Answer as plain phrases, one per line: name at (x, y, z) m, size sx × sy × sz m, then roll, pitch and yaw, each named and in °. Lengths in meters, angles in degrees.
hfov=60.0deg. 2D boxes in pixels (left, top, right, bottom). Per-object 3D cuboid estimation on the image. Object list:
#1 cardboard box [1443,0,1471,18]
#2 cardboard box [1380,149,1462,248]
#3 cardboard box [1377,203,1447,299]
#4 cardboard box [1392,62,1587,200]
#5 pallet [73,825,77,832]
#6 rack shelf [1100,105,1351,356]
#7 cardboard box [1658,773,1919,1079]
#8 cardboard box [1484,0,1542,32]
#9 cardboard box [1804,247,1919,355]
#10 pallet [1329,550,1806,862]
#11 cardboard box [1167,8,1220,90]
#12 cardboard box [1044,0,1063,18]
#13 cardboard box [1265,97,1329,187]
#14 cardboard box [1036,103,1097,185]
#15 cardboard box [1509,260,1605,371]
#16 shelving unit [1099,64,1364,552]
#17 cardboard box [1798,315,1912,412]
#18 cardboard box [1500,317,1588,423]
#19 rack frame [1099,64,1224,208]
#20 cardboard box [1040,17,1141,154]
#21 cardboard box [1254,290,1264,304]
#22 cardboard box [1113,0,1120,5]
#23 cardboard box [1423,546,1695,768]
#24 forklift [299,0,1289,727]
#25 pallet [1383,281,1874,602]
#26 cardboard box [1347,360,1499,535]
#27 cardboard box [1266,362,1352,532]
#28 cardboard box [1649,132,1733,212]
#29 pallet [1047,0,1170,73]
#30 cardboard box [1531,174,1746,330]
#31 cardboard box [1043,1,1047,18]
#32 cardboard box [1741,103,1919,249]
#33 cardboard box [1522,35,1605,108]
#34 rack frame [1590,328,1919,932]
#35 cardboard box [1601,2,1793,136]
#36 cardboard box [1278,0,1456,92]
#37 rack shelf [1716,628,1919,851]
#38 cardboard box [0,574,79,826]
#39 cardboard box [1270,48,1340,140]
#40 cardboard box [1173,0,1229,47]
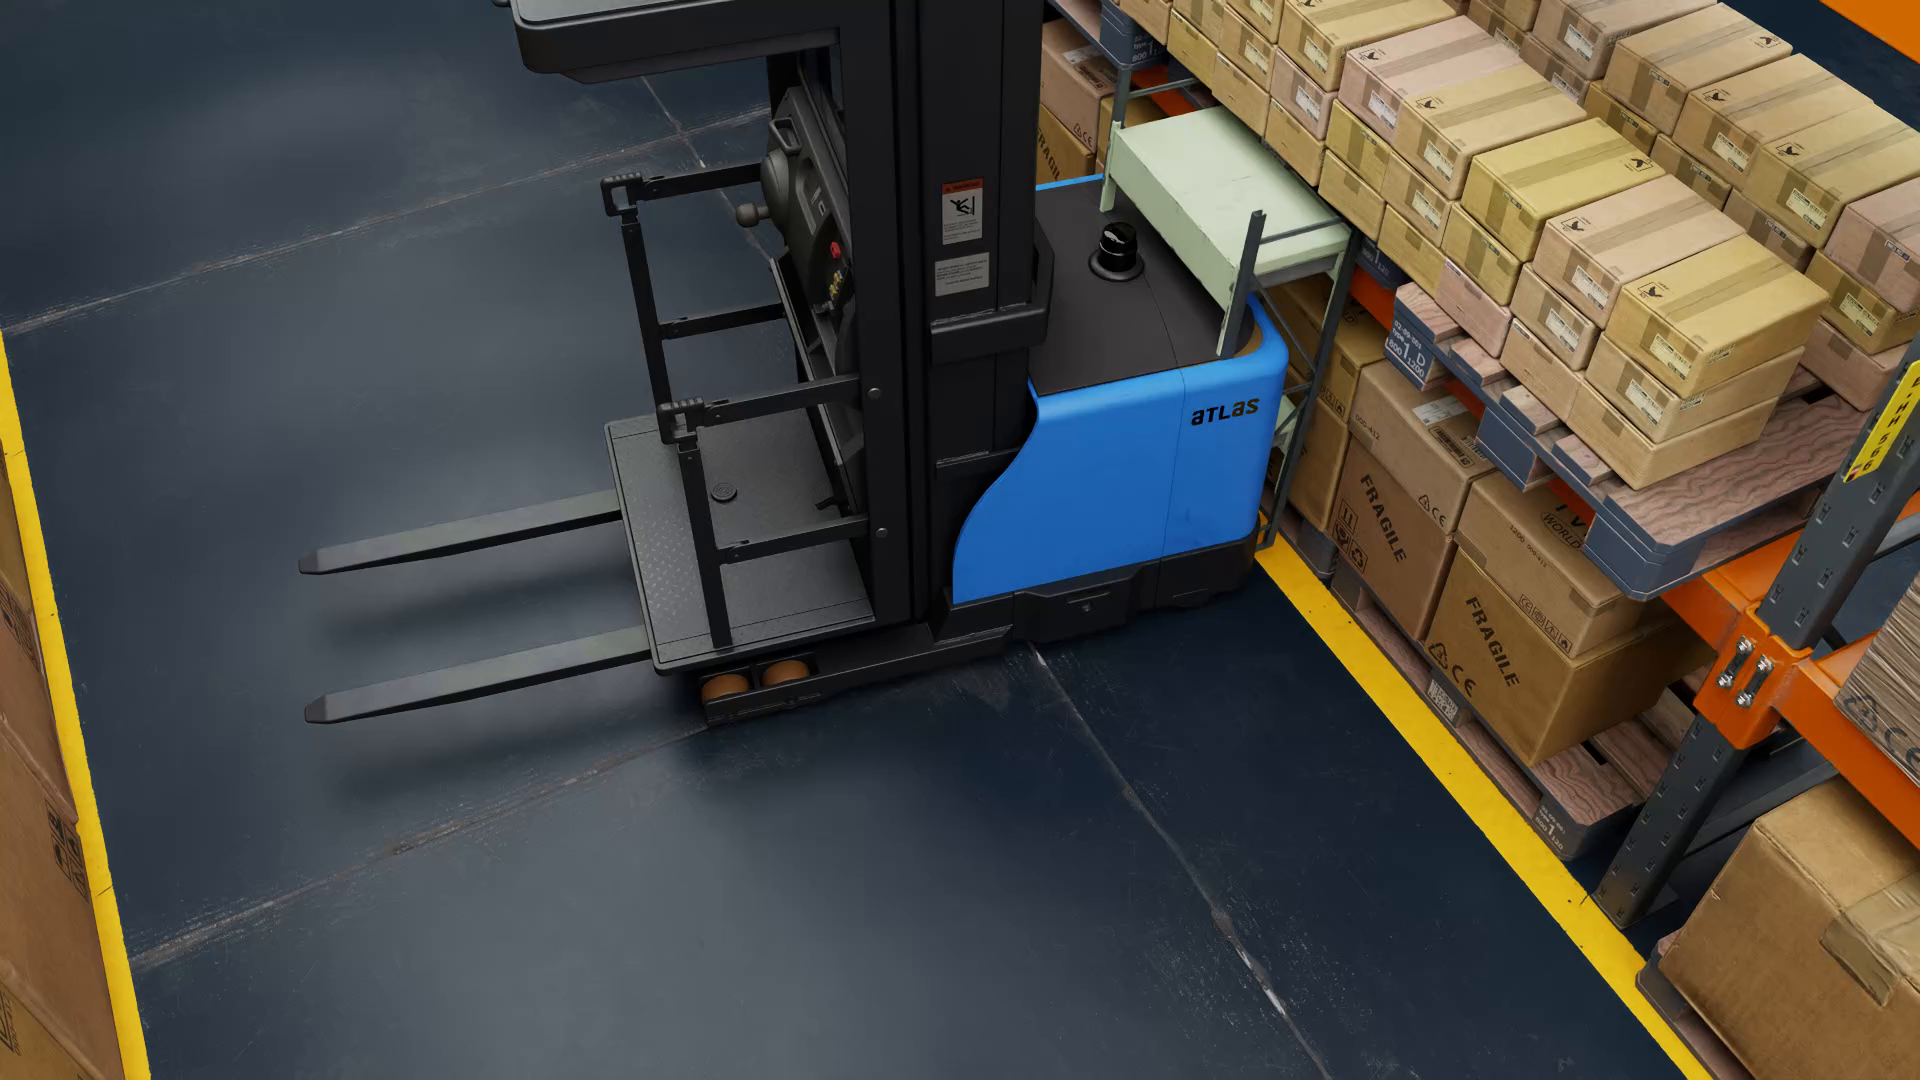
cardboard box at (1.546, -1.664, 4.903) m, size 0.380 × 0.149 × 0.250 m, roll -19°, pitch 52°, yaw -16°
cardboard box at (1.315, -0.926, 4.257) m, size 0.380 × 0.149 × 0.250 m, roll -21°, pitch 52°, yaw -17°
cardboard box at (1.331, -0.812, 4.355) m, size 0.380 × 0.149 × 0.250 m, roll -22°, pitch 52°, yaw -18°
cardboard box at (1.316, -1.021, 4.143) m, size 0.380 × 0.149 × 0.250 m, roll -20°, pitch 52°, yaw -16°
pallet at (-2.999, 1.112, 4.637) m, size 1.003 × 0.211 × 1.213 m, roll -21°, pitch 52°, yaw -18°
rack shelf at (0.783, -0.936, 4.945) m, size 0.431 × 0.370 × 0.720 m, roll -18°, pitch 52°, yaw -19°
cardboard box at (2.505, 0.963, 4.130) m, size 1.050 × 0.750 × 0.750 m, roll -22°, pitch 52°, yaw -18°
cardboard box at (1.664, -1.584, 4.635) m, size 0.380 × 0.149 × 0.250 m, roll -20°, pitch 52°, yaw -16°
cardboard box at (2.263, -0.623, 3.993) m, size 0.380 × 0.149 × 0.250 m, roll -19°, pitch 52°, yaw -16°
pallet at (1.950, 0.317, 5.332) m, size 1.003 × 0.211 × 1.213 m, roll -21°, pitch 52°, yaw -18°
cardboard box at (0.849, -1.516, 4.971) m, size 0.380 × 0.149 × 0.250 m, roll -22°, pitch 52°, yaw -18°
cardboard box at (0.594, -2.405, 7.278) m, size 0.380 × 0.149 × 0.250 m, roll -19°, pitch 51°, yaw -16°
cardboard box at (1.089, -1.165, 4.664) m, size 0.380 × 0.149 × 0.250 m, roll -20°, pitch 52°, yaw -16°
cardboard box at (0.578, -1.484, 6.437) m, size 0.500 × 0.500 × 0.500 m, roll -19°, pitch 52°, yaw -16°
cardboard box at (1.551, -0.583, 3.957) m, size 0.380 × 0.149 × 0.250 m, roll -19°, pitch 52°, yaw -16°
shelving unit at (0.762, -0.679, 5.237) m, size 0.431 × 1.500 × 0.755 m, roll -18°, pitch 52°, yaw -19°
cardboard box at (2.281, -0.502, 4.084) m, size 0.380 × 0.149 × 0.250 m, roll -22°, pitch 52°, yaw -18°
cardboard box at (1.559, -0.472, 4.058) m, size 0.380 × 0.149 × 0.250 m, roll -21°, pitch 52°, yaw -18°
rack frame at (0.606, -0.933, 5.450) m, size 0.400 × 1.500 × 0.023 m, roll -18°, pitch 52°, yaw -19°
cardboard box at (0.579, -1.731, 6.155) m, size 0.500 × 0.250 × 0.500 m, roll -23°, pitch 53°, yaw -19°
cardboard box at (1.054, -1.033, 5.544) m, size 0.500 × 0.250 × 0.500 m, roll -19°, pitch 52°, yaw -16°
cardboard box at (0.604, -1.867, 5.278) m, size 0.380 × 0.149 × 0.250 m, roll -21°, pitch 52°, yaw -17°
cardboard box at (1.772, 0.257, 4.914) m, size 0.500 × 0.500 × 0.500 m, roll -21°, pitch 52°, yaw -18°
forklift at (-0.600, -0.833, 4.532) m, size 3.031 × 2.935 × 1.130 m, roll -12°, pitch 50°, yaw -11°
pallet at (1.885, -0.455, 4.282) m, size 1.213 × 0.211 × 1.003 m, roll -21°, pitch 52°, yaw -18°
cardboard box at (1.519, -0.341, 4.939) m, size 0.500 × 0.250 × 0.500 m, roll -20°, pitch 52°, yaw -17°
cardboard box at (1.282, -0.440, 5.524) m, size 0.500 × 0.500 × 0.500 m, roll -23°, pitch 53°, yaw -19°
cardboard box at (2.012, -0.982, 4.306) m, size 0.380 × 0.149 × 0.250 m, roll -23°, pitch 53°, yaw -19°
pallet at (0.696, -2.130, 5.747) m, size 1.003 × 0.211 × 1.213 m, roll -21°, pitch 52°, yaw -18°
cardboard box at (1.561, -0.668, 3.834) m, size 0.380 × 0.149 × 0.250 m, roll -22°, pitch 52°, yaw -18°
cardboard box at (0.473, -2.487, 7.547) m, size 0.380 × 0.149 × 0.250 m, roll -20°, pitch 52°, yaw -16°
cardboard box at (2.141, -0.884, 4.023) m, size 0.380 × 0.149 × 0.250 m, roll -22°, pitch 53°, yaw -18°
cardboard box at (1.783, -1.318, 4.600) m, size 0.380 × 0.149 × 0.250 m, roll -21°, pitch 52°, yaw -17°
rack frame at (2.306, -0.077, 3.825) m, size 1.000 × 3.000 × 0.127 m, roll -21°, pitch 52°, yaw -18°
cardboard box at (1.912, -1.227, 4.323) m, size 0.380 × 0.149 × 0.250 m, roll -23°, pitch 53°, yaw -19°
cardboard box at (1.084, -1.365, 4.444) m, size 0.380 × 0.149 × 0.250 m, roll -19°, pitch 51°, yaw -16°
rack shelf at (3.221, 1.498, 2.925) m, size 1.077 × 0.370 × 4.000 m, roll -21°, pitch 52°, yaw -18°
cardboard box at (-3.261, 0.467, 4.482) m, size 1.225 × 0.875 × 0.875 m, roll -23°, pitch 53°, yaw -19°
cardboard box at (1.083, -1.267, 4.556) m, size 0.380 × 0.149 × 0.250 m, roll -20°, pitch 52°, yaw -17°
cardboard box at (0.852, -1.610, 4.855) m, size 0.380 × 0.149 × 0.250 m, roll -22°, pitch 52°, yaw -18°
